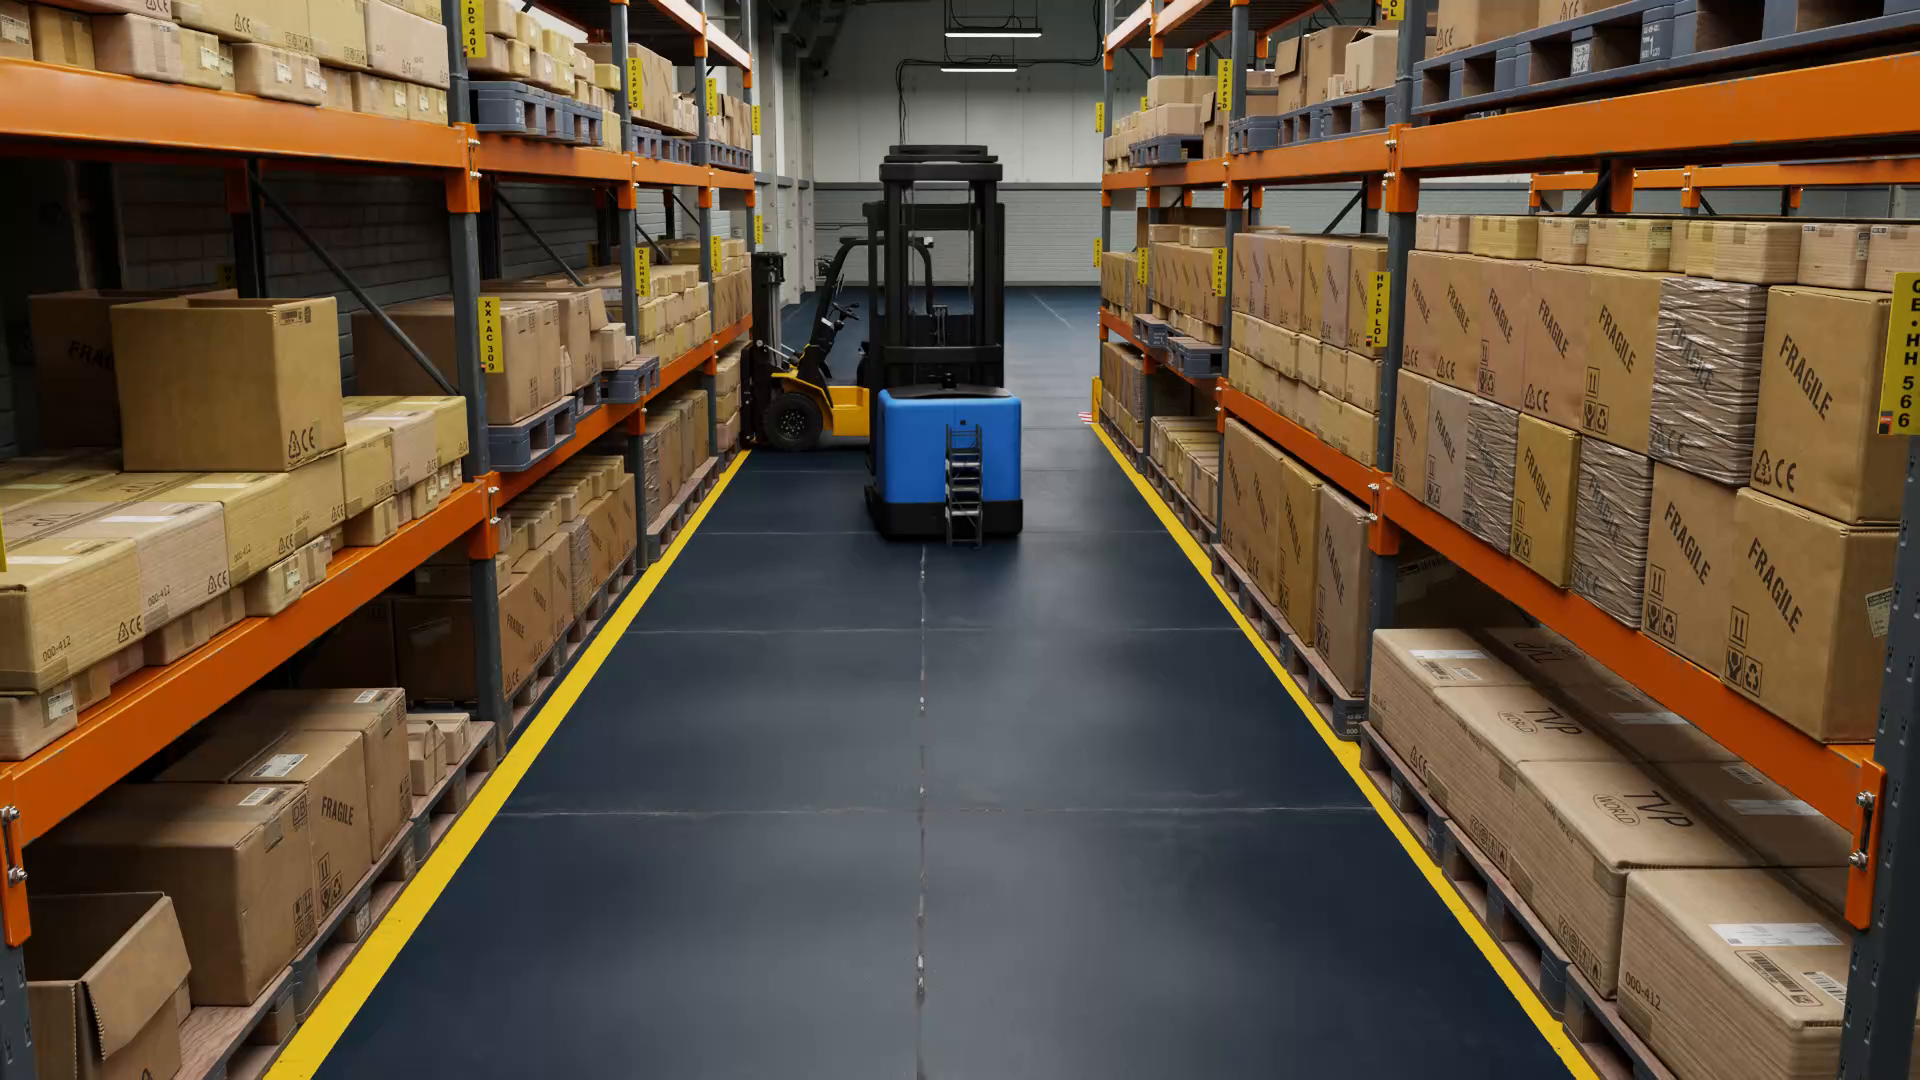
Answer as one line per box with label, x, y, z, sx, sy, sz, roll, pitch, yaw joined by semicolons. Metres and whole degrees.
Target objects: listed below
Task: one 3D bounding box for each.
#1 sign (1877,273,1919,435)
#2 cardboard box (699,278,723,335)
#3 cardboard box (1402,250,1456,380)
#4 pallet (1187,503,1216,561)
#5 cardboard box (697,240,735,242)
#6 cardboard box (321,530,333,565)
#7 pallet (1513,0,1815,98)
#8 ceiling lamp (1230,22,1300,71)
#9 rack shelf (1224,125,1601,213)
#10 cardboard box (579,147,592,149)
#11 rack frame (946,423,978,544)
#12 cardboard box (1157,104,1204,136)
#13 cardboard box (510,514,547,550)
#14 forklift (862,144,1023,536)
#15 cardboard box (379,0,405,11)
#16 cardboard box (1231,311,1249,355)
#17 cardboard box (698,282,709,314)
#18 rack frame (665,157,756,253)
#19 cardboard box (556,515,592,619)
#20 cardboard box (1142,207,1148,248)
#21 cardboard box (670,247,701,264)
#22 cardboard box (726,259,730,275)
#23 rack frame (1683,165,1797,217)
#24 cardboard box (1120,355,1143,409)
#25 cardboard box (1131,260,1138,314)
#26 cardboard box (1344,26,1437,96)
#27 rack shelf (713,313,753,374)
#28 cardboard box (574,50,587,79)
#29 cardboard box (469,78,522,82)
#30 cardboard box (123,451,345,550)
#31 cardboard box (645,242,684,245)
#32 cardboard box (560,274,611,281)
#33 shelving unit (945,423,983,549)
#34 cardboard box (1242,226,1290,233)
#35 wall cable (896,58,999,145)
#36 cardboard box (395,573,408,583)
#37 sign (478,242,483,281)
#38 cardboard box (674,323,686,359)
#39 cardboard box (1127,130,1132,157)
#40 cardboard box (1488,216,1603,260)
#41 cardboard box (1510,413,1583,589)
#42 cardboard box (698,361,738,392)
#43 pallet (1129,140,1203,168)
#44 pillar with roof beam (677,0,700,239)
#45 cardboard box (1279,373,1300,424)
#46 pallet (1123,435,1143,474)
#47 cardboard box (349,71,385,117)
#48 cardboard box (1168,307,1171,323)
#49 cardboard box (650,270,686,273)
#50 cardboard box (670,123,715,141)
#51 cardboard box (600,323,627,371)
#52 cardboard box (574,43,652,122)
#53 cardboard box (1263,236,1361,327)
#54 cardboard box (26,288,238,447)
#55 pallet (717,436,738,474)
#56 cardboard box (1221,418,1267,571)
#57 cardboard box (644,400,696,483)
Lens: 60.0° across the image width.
sign;1.915;-0.373;3.348;0.100;0.325;0.005;0;11;-1
cardboard box;-2.501;-2.192;15.568;0.500;0.500;0.500;-1;11;-3
cardboard box;2.142;-0.928;6.822;0.500;0.500;0.500;0;11;-1
pallet;2.277;-0.068;12.365;1.003;0.211;1.213;0;11;-1
cardboard box;-2.618;-3.141;17.864;0.380;0.149;0.250;0;11;-1
cardboard box;-2.315;0.029;5.504;0.380;0.149;0.250;0;11;-1
pallet;2.404;-1.507;5.119;1.003;0.211;1.213;0;11;-1
ceiling lamp;7.874;-13.753;43.034;2.000;3.185;0.800;0;11;-1
rack shelf;2.333;-2.000;9.136;1.077;0.370;4.000;0;11;-1
cardboard box;-2.395;-2.355;9.454;0.500;0.250;0.500;0;11;-1
rack frame;0.017;-0.418;12.357;0.240;0.900;0.006;-1;12;-7
cardboard box;1.865;-3.359;13.346;0.500;0.250;0.500;0;11;-2
cardboard box;-2.416;-0.044;8.833;0.380;0.149;0.250;0;11;-1
forklift;-0.218;-1.713;13.629;1.130;2.935;3.031;-1;12;-7
cardboard box;-2.317;-2.051;5.950;0.500;0.250;0.500;0;11;-2
cardboard box;2.056;-1.349;10.786;0.500;0.250;0.500;0;11;-2
cardboard box;-2.487;-2.129;14.627;0.500;0.250;0.500;0;11;-2
rack frame;-2.836;-2.849;19.057;1.000;3.000;0.127;0;11;-1
cardboard box;-2.404;0.151;9.503;0.500;0.500;0.500;-1;11;-3
cardboard box;2.359;-3.353;18.030;0.700;0.500;0.500;0;11;-1
cardboard box;-2.463;-2.631;15.352;0.380;0.149;0.250;0;11;0
cardboard box;-2.472;-2.690;16.389;0.380;0.149;0.250;0;11;-2
rack frame;7.156;-2.115;15.441;1.000;3.000;0.127;0;11;-1
cardboard box;1.905;-1.620;16.971;0.500;0.500;0.500;0;11;2
cardboard box;1.934;-2.459;16.137;0.500;0.500;0.500;0;11;1
cardboard box;2.147;-2.291;7.931;0.500;0.311;0.500;0;11;-1
rack shelf;-2.794;-2.099;17.169;1.077;0.370;4.000;0;11;-1
cardboard box;-2.348;-2.721;9.510;0.380;0.149;0.250;0;11;-2
cardboard box;-2.270;-2.228;7.775;0.380;0.149;0.250;0;11;-1
cardboard box;-2.301;-0.134;5.306;0.500;0.250;0.500;-1;11;-3
cardboard box;-3.039;-2.986;17.103;0.380;0.149;0.250;0;11;-1
cardboard box;-2.930;-1.994;12.962;0.380;0.149;0.250;0;11;0
shelving unit;0.029;-0.398;12.258;0.258;0.900;0.210;-1;12;-7
cardboard box;2.501;-2.511;13.705;0.380;0.149;0.250;-1;11;-4
wall cable;-0.376;-13.166;49.929;3.097;2.526;0.112;0;11;-1
cardboard box;-2.894;0.114;8.054;0.380;0.149;0.250;0;11;-1
sign;-3.225;-1.823;11.089;0.100;0.325;0.005;0;11;-1
cardboard box;-2.467;-1.580;13.178;0.500;0.250;0.500;0;11;1
cardboard box;1.924;-3.906;16.351;0.500;0.250;0.500;0;11;-2
cardboard box;2.111;-1.074;5.909;0.380;0.149;0.250;-1;11;-3
cardboard box;2.143;-0.138;5.443;0.500;0.500;0.500;0;11;1
cardboard box;-2.450;-1.601;16.251;0.500;0.250;0.500;0;11;-1
pallet;2.116;-3.330;14.355;1.213;0.211;1.003;0;11;-1
pillar with roof beam;0.458;-6.857;23.726;9.100;9.000;0.400;0;11;-1
cardboard box;2.098;-0.803;9.352;0.500;0.250;0.500;0;11;-1
pallet;2.160;-0.842;16.176;1.003;0.211;1.213;0;11;-1
cardboard box;-2.286;-1.589;5.935;0.380;0.149;0.250;0;11;-1
cardboard box;1.947;-1.889;13.903;0.380;0.149;0.250;0;11;0
cardboard box;-2.467;-2.149;13.726;0.380;0.149;0.250;-1;11;-3
cardboard box;-2.459;-3.746;15.258;0.380;0.149;0.250;0;11;0
cardboard box;-2.325;-1.182;10.164;0.500;0.250;0.500;-1;11;-4
cardboard box;-2.442;-3.177;11.573;0.500;0.500;0.500;0;11;-1
cardboard box;2.073;-1.518;9.732;0.500;0.500;0.500;0;11;0
cardboard box;-2.823;-0.606;5.745;0.500;0.500;0.500;-1;11;-3
pallet;-2.728;-0.845;16.195;1.003;0.211;1.213;0;11;-1
cardboard box;2.223;-0.307;10.813;0.875;0.875;0.875;0;11;-2
cardboard box;-2.723;-0.838;14.060;0.875;0.625;0.625;0;11;-2
